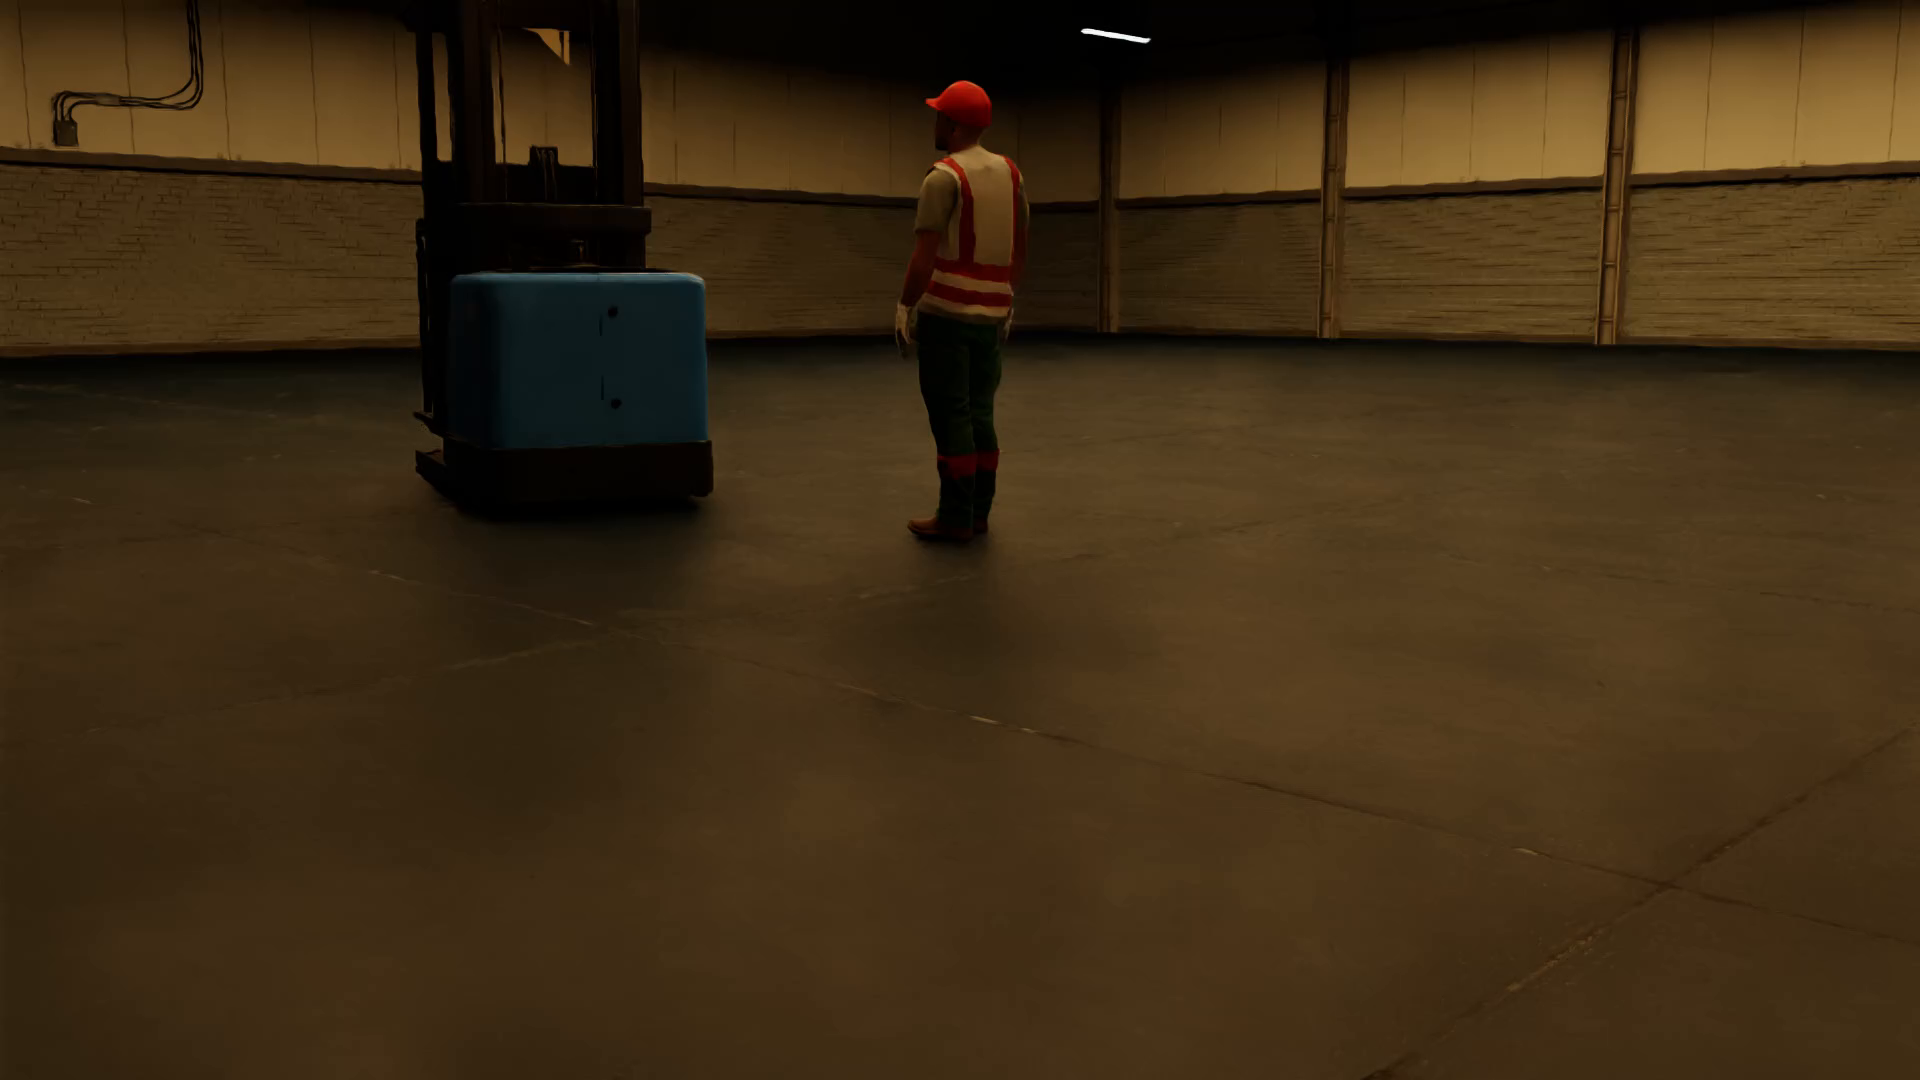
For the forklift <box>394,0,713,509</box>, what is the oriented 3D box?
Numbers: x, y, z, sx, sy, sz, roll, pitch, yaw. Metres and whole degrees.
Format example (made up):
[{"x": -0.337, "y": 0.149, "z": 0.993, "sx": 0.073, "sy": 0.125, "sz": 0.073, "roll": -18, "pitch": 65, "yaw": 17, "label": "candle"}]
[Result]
[{"x": -2.252, "y": -1.767, "z": 8.610, "sx": 1.130, "sy": 2.935, "sz": 3.031, "roll": -4, "pitch": 10, "yaw": -26, "label": "forklift"}]

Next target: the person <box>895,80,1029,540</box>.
[{"x": -0.050, "y": -0.901, "z": 6.646, "sx": 0.563, "sy": 1.787, "sz": 0.637, "roll": 8, "pitch": 12, "yaw": 43, "label": "person"}]
